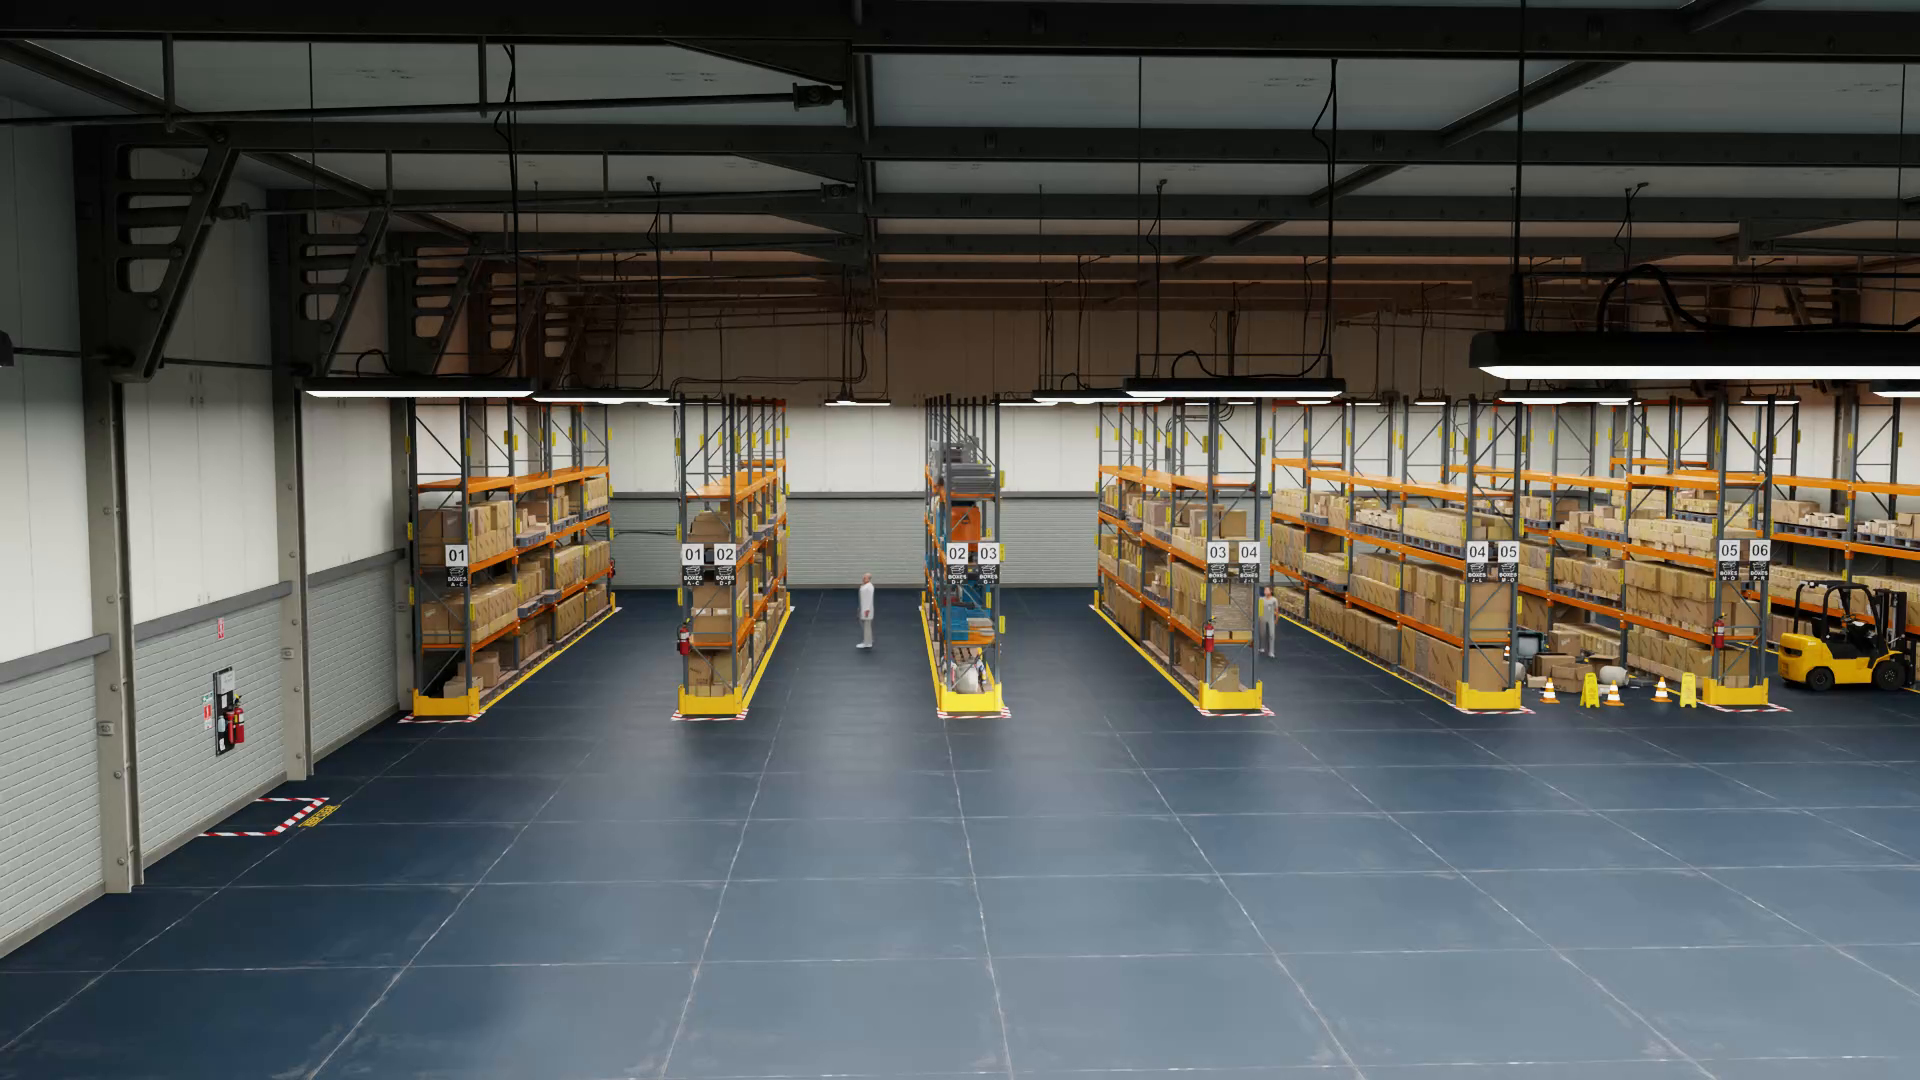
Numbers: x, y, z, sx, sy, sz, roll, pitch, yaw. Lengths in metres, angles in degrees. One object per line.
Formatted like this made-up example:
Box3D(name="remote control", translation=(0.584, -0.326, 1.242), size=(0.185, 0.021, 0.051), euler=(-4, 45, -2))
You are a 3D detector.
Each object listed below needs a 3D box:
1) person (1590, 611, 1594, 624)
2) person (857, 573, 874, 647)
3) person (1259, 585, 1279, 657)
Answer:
Box3D(name="person", translation=(16.398, 1.469, 43.341), size=(0.383, 1.696, 0.530), euler=(1, 5, 16))
Box3D(name="person", translation=(-2.301, 1.690, 39.903), size=(0.471, 1.817, 0.675), euler=(-2, 5, -24))
Box3D(name="person", translation=(7.101, 1.866, 38.484), size=(0.550, 1.625, 0.974), euler=(0, 5, 3))
